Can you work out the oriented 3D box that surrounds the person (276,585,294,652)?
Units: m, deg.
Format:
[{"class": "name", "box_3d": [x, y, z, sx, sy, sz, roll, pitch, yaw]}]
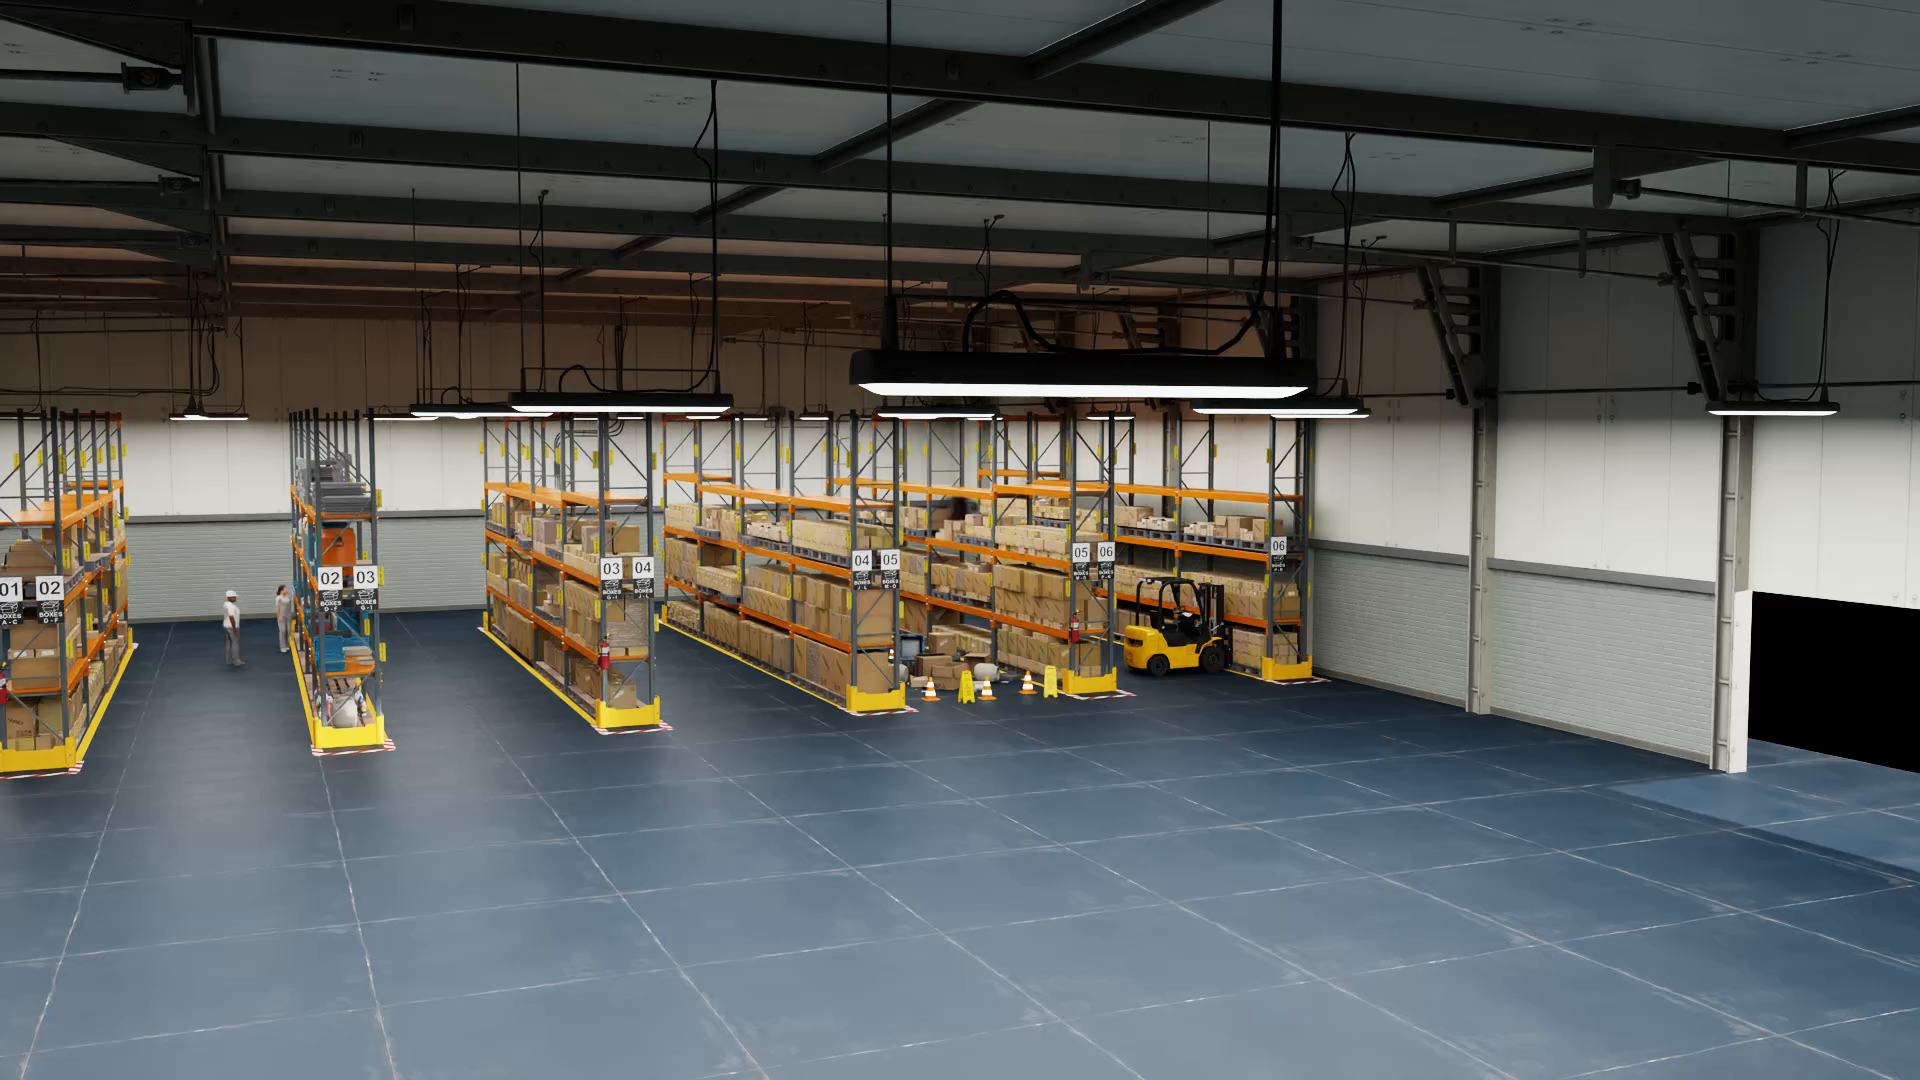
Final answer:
[{"class": "person", "box_3d": [-16.986, 1.978, 41.939, 0.518, 1.697, 0.467, 3, 5, 35]}]

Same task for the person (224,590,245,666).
[{"class": "person", "box_3d": [-17.177, 2.072, 39.342, 0.432, 1.769, 0.588, -3, 5, -39]}]
